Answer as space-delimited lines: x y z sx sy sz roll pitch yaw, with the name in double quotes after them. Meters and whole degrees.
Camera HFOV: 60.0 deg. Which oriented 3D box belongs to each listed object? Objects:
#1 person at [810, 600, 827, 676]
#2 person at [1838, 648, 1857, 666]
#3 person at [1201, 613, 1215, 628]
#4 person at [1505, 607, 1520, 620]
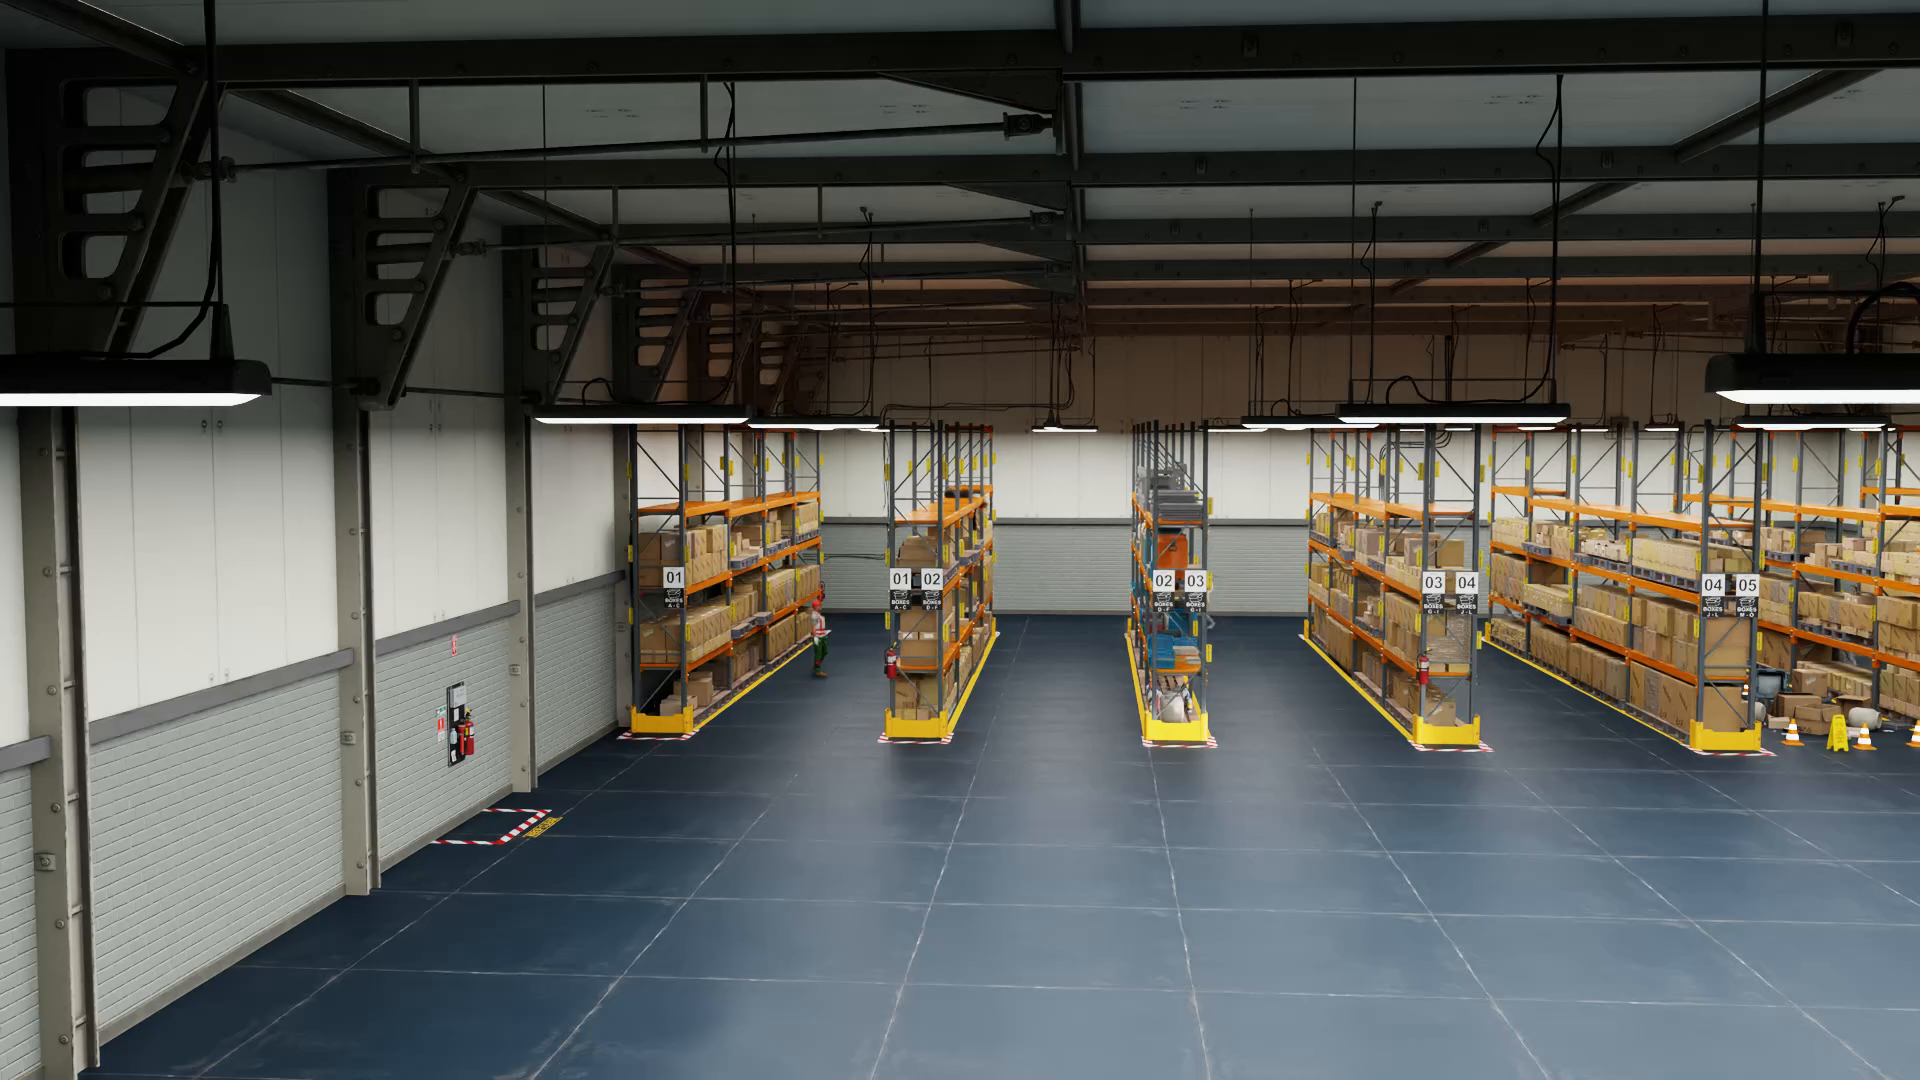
-3.363 2.325 39.659 0.516 1.794 0.627 1 4 16 "person"
21.576 2.313 40.482 0.570 1.775 0.564 -3 5 -40 "person"
7.004 1.822 48.445 0.918 1.653 0.508 -2 4 -34 "person"
16.042 1.770 48.272 0.580 1.774 0.602 0 4 0 "person"
